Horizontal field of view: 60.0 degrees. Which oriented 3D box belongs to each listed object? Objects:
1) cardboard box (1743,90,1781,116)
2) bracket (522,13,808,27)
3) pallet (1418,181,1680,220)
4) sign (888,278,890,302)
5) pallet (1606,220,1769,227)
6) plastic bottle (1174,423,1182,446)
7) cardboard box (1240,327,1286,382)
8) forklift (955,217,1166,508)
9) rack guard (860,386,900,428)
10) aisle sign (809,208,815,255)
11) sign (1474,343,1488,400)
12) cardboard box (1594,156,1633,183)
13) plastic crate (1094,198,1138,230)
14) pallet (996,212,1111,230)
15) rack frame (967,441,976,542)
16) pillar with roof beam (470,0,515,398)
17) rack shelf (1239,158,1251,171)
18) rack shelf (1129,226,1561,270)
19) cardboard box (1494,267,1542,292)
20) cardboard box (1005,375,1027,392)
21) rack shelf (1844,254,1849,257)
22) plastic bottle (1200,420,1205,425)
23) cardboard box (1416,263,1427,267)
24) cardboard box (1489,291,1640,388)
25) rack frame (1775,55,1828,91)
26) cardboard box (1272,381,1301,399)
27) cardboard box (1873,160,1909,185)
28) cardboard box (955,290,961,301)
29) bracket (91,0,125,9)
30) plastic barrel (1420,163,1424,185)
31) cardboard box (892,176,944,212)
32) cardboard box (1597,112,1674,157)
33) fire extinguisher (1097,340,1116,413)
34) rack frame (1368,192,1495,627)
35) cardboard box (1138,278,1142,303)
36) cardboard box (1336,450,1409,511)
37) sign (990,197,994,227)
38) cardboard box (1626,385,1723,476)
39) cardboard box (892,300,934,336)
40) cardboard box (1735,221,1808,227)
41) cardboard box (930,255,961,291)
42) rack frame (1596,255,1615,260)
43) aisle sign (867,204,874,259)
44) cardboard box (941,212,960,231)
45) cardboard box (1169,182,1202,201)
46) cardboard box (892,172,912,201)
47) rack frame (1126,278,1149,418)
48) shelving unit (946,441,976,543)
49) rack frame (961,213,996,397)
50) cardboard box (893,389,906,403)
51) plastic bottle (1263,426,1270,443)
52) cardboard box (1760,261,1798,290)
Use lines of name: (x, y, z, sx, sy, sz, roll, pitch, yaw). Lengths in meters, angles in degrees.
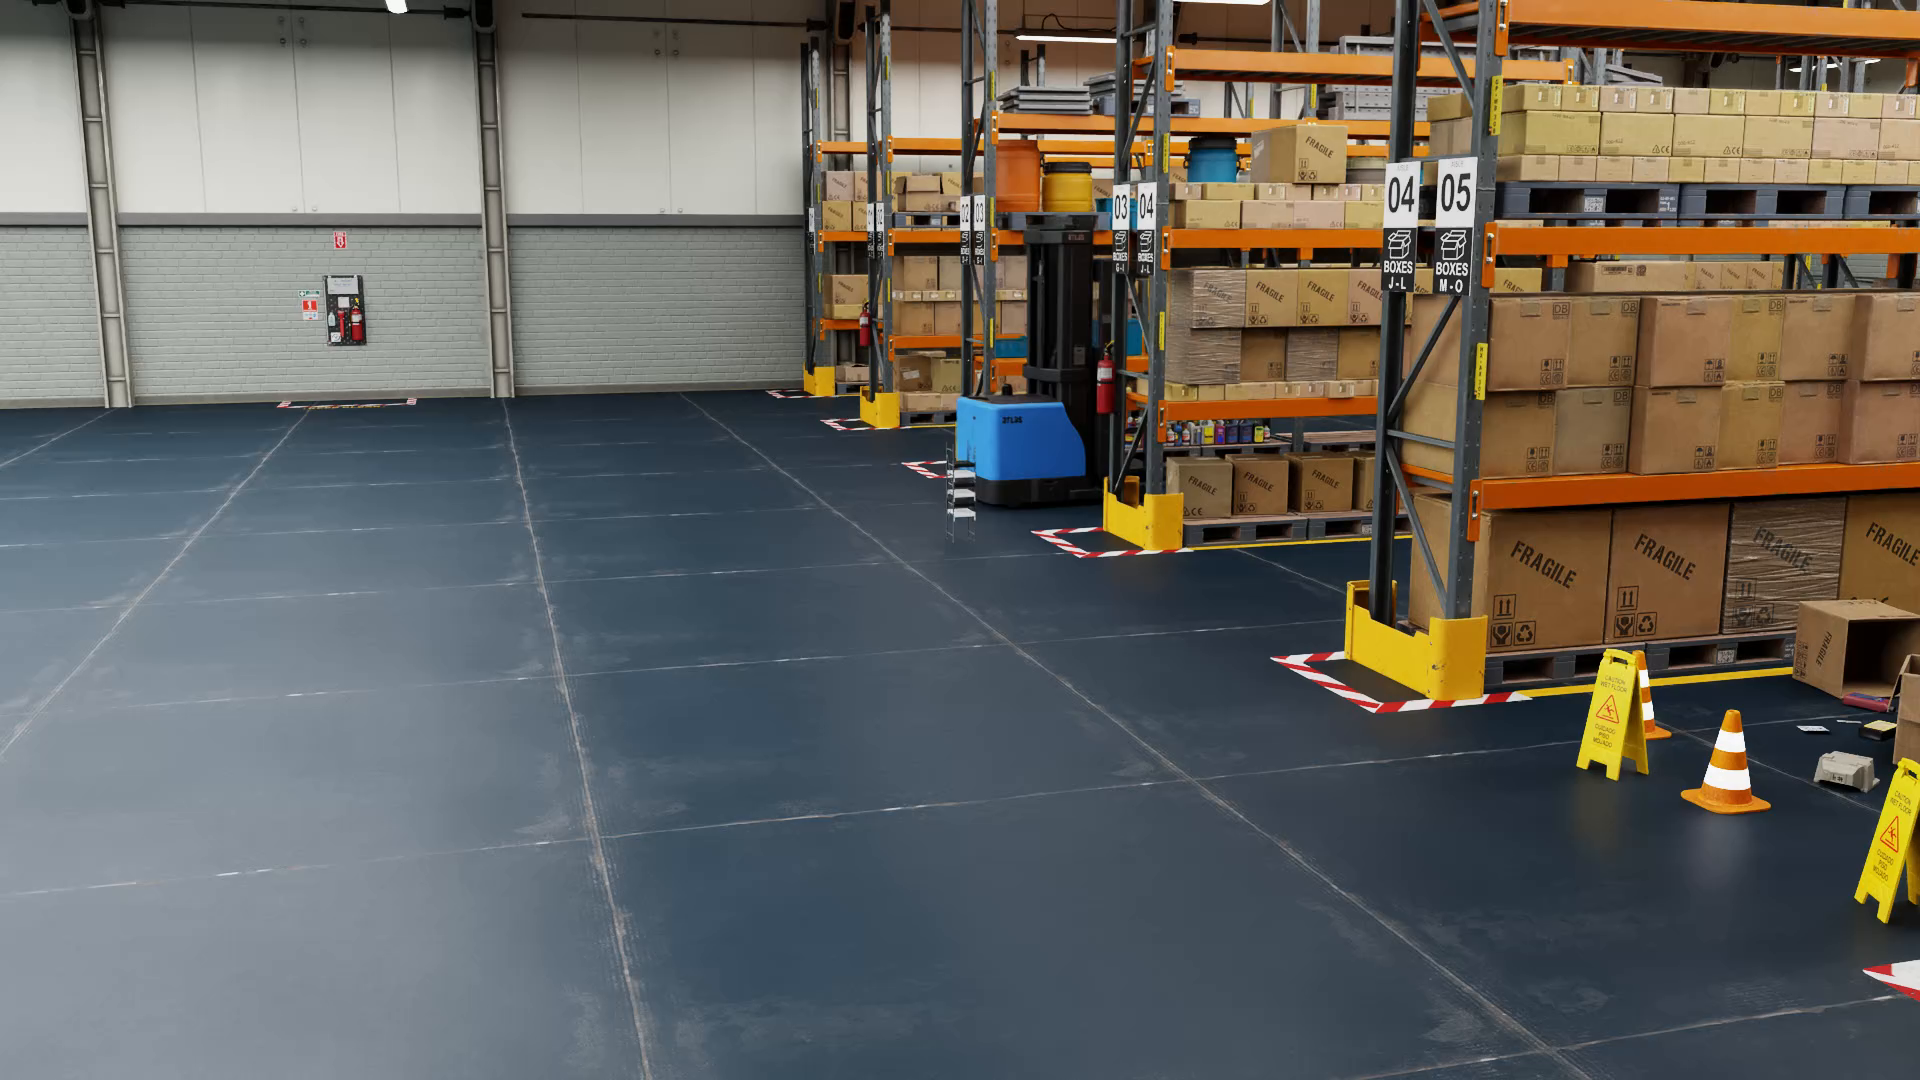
cardboard box: (4.763, -2.653, 10.147, 0.250, 0.149, 0.380, -3, 11, -15)
bracket: (-4.914, -8.758, 28.027, 4.783, 0.066, 0.076, -3, 11, -16)
pallet: (3.597, -2.086, 10.255, 1.213, 0.211, 1.003, -3, 11, -16)
sign: (-1.018, -3.572, 23.761, 0.005, 0.325, 0.100, -3, 11, -16)
pallet: (7.056, -3.133, 16.219, 1.003, 0.211, 1.213, -3, 11, -16)
plastic bottle: (2.661, -1.288, 20.282, 0.097, 0.271, 0.097, 0, 10, 0)
cardboard box: (2.581, -1.747, 15.357, 0.500, 0.500, 0.875, -3, 11, -16)
forklift: (1.517, -1.918, 17.574, 3.031, 2.935, 1.130, -4, 11, -22)
rack guard: (-1.190, -1.974, 24.592, 0.348, 0.500, 1.175, -3, 11, -16)
aisle sign: (-2.540, -5.288, 28.510, 0.004, 0.787, 0.394, -3, 11, -16)
sign: (3.037, -0.983, 9.694, 0.005, 0.325, 0.100, -3, 11, -16)
cardboard box: (3.791, -2.209, 9.940, 0.250, 0.149, 0.380, -3, 11, -16)
plastic crate: (1.961, -3.959, 20.232, 0.575, 0.384, 0.392, -3, 11, -16)
pallet: (1.036, -3.750, 19.574, 1.213, 0.211, 1.003, -3, 11, -16)
rack frame: (0.105, -0.448, 15.199, 0.006, 0.900, 0.240, -3, 11, -16)
pillar with roof beam: (-6.682, -6.150, 23.800, 0.548, 9.000, 9.100, -3, 11, -16)
rack shelf: (7.046, -6.971, 31.356, 4.000, 0.370, 1.077, -3, 11, -16)
rack shelf: (3.519, -2.705, 15.360, 4.000, 0.370, 1.077, -3, 11, -16)
cardboard box: (5.084, -2.301, 15.606, 0.500, 0.500, 0.500, -3, 11, -16)
cardboard box: (0.851, -2.491, 24.862, 0.500, 0.500, 0.500, -3, 11, -16)
rack shelf: (13.656, -4.173, 23.336, 4.000, 0.370, 1.077, -3, 11, -16)
plastic bottle: (3.058, -1.423, 21.016, 0.097, 0.271, 0.097, 0, 10, 0)
cardboard box: (8.590, -5.179, 31.872, 0.500, 0.250, 0.500, -3, 11, -15)
cardboard box: (3.757, -1.276, 10.498, 0.550, 0.550, 0.875, -3, 11, -16)
rack frame: (14.195, -6.965, 28.227, 0.127, 3.000, 1.000, -3, 11, -16)
cardboard box: (2.904, -1.379, 15.148, 0.250, 0.149, 0.380, -3, 11, -16)
cardboard box: (5.733, -2.312, 10.495, 0.250, 0.149, 0.380, -3, 11, -16)
cardboard box: (0.005, -3.594, 24.418, 0.250, 0.149, 0.380, -3, 11, -17)
bracket: (-13.149, -8.324, 25.669, 0.430, 0.232, 0.235, -3, 11, -16)
plastic barrel: (5.738, -4.397, 21.180, 0.708, 0.901, 0.600, -3, 11, -16)
cardboard box: (-0.614, -5.034, 24.194, 0.637, 0.503, 0.797, -2, 11, -12)
cardboard box: (3.910, -2.424, 10.004, 0.500, 0.250, 0.500, -3, 11, -17)
fire extinguisher: (1.360, -1.519, 15.427, 0.183, 0.674, 0.296, -3, 11, -16)
rack frame: (2.888, -0.615, 10.305, 0.127, 3.000, 1.000, -3, 11, -16)
cardboard box: (3.487, -4.643, 30.697, 0.500, 0.500, 0.700, -3, 11, -16)
cardboard box: (3.922, -0.573, 15.823, 0.500, 0.500, 0.500, -4, 11, -21)
sign: (0.363, -3.727, 18.901, 0.005, 0.325, 0.100, -3, 11, -16)
cardboard box: (4.326, -0.753, 10.644, 0.550, 0.550, 0.875, -3, 11, -16)
cardboard box: (-0.715, -3.275, 24.479, 0.500, 0.500, 0.700, -3, 11, -16)
cardboard box: (7.936, -3.169, 16.311, 0.500, 0.250, 0.500, -3, 11, -14)
cardboard box: (-0.161, -3.943, 24.526, 0.500, 0.500, 0.700, -3, 11, -17)
rack frame: (12.807, -4.875, 33.447, 0.127, 3.000, 1.000, -3, 11, -16)
aisle sign: (-1.312, -4.531, 24.396, 0.004, 0.787, 0.394, -3, 11, -16)
cardboard box: (-0.141, -5.676, 29.178, 0.500, 0.500, 0.500, -3, 11, -18)
cardboard box: (1.927, -3.054, 14.580, 0.250, 0.149, 0.380, -3, 11, -16)
cardboard box: (-1.133, -6.113, 28.794, 0.500, 0.500, 0.500, -3, 11, -14)
rack frame: (2.674, -3.407, 25.471, 0.127, 3.000, 1.000, -3, 11, -16)
shelving unit: (0.008, -0.443, 15.171, 0.210, 0.900, 0.258, -3, 11, -16)
rack frame: (0.214, -2.343, 19.694, 0.127, 3.000, 1.000, -3, 11, -16)
cardboard box: (-0.735, -2.137, 25.009, 0.500, 0.250, 0.500, -3, 11, -16)
plastic bottle: (3.793, -1.313, 20.613, 0.097, 0.201, 0.097, 0, 10, 0)
cardboard box: (13.845, -4.485, 28.289, 0.500, 0.500, 0.500, -3, 11, -16)
